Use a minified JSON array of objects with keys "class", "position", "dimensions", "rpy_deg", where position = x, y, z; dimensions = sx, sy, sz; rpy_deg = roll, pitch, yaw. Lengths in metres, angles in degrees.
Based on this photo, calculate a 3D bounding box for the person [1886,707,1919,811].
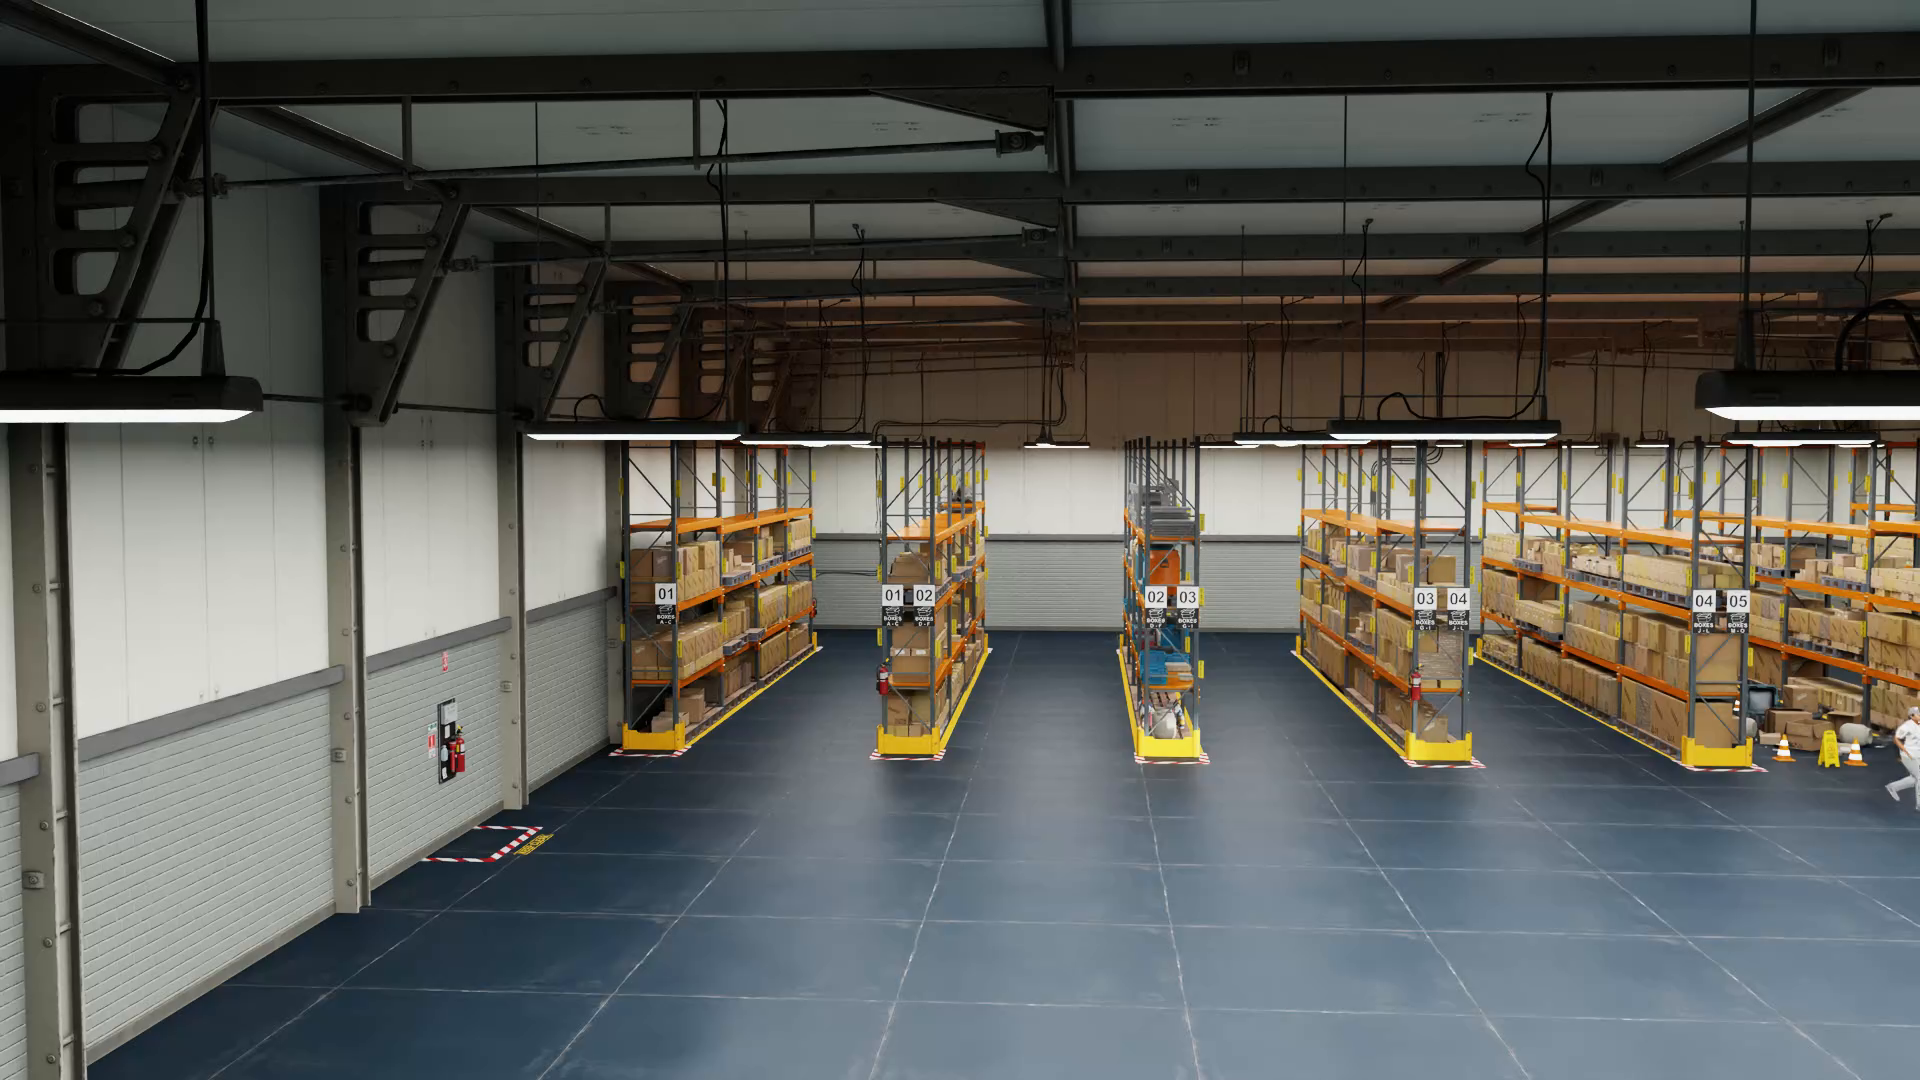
[{"class":"person","position":[15.216,3.486,26.562],"dimensions":[0.600,1.671,0.775],"rpy_deg":[-2,4,-33]}]
